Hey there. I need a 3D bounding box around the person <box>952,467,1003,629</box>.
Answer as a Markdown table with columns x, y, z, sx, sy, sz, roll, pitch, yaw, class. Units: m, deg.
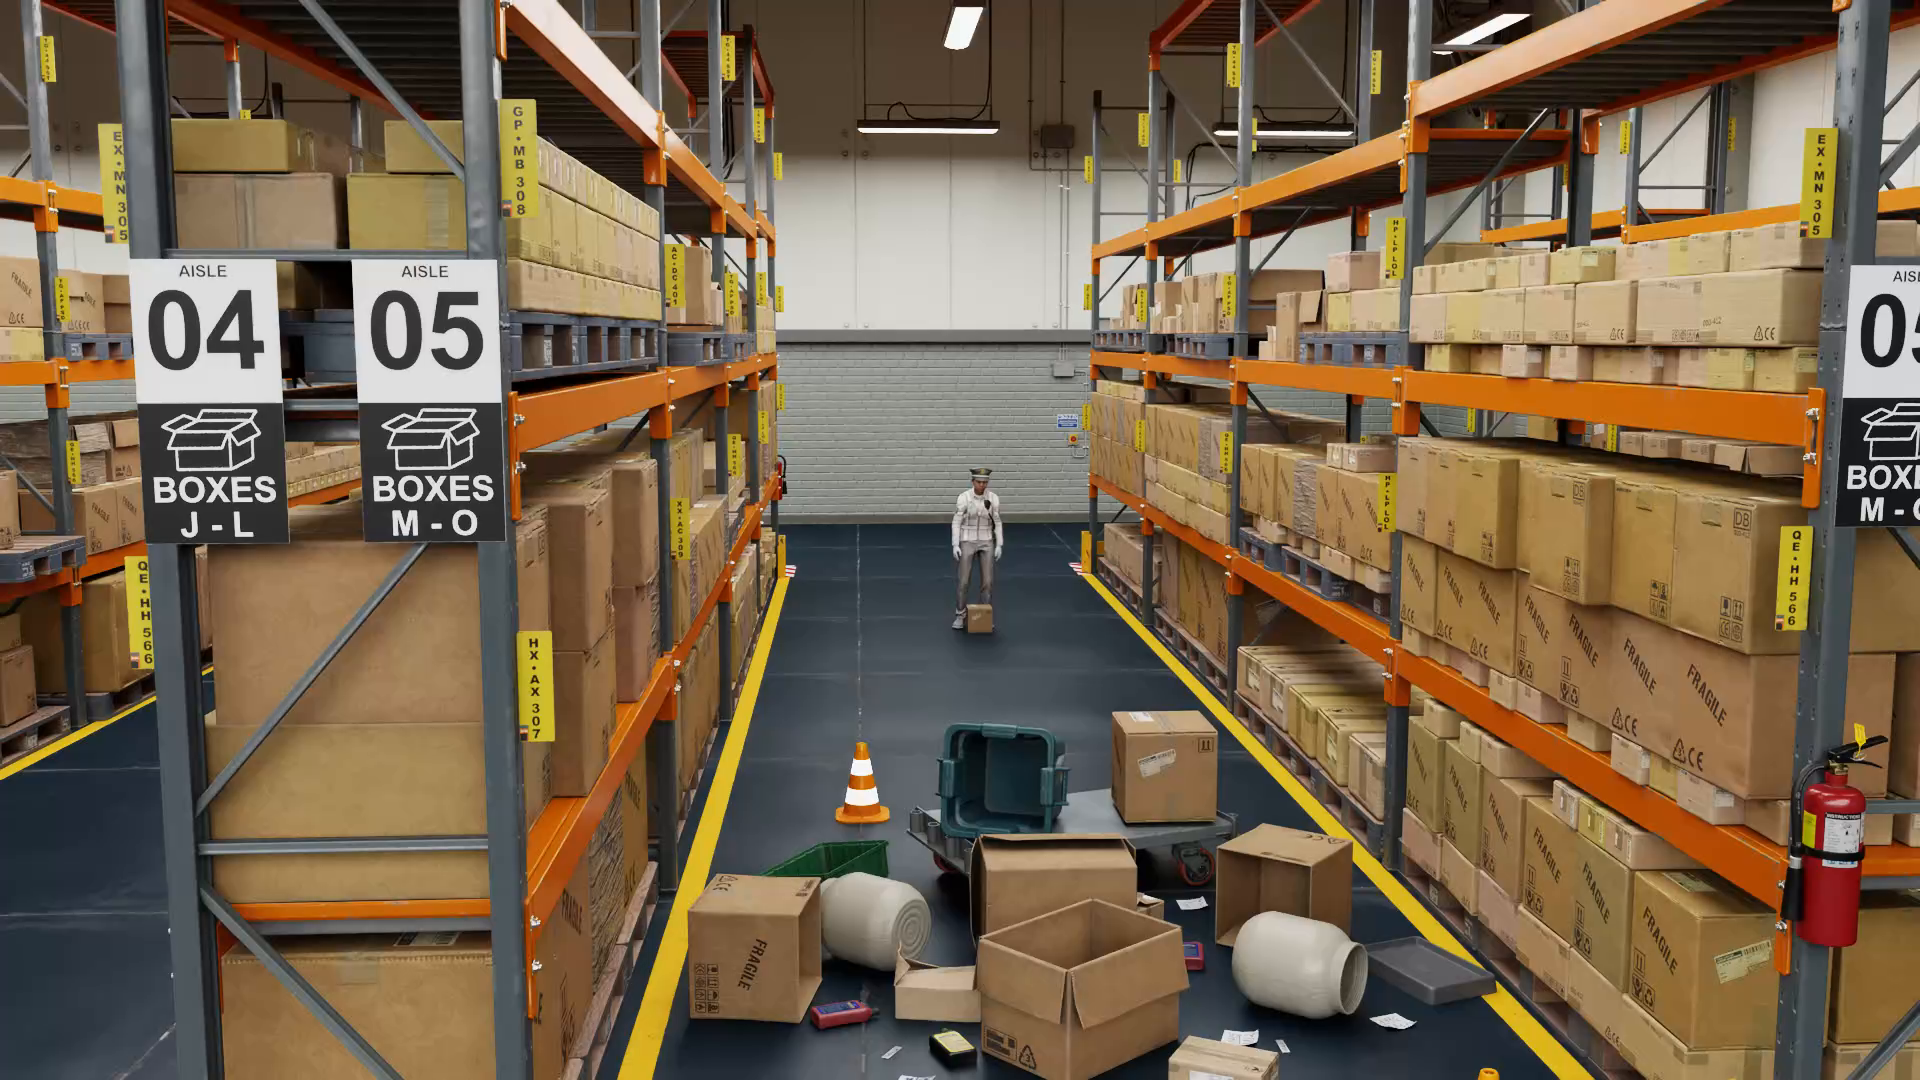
| x | y | z | sx | sy | sz | roll | pitch | yaw | class |
| --- | --- | --- | --- | --- | --- | --- | --- | --- | --- |
| 0.178 | 0.072 | 17.144 | 0.545 | 1.663 | 0.376 | -1 | 7 | -7 | person |
